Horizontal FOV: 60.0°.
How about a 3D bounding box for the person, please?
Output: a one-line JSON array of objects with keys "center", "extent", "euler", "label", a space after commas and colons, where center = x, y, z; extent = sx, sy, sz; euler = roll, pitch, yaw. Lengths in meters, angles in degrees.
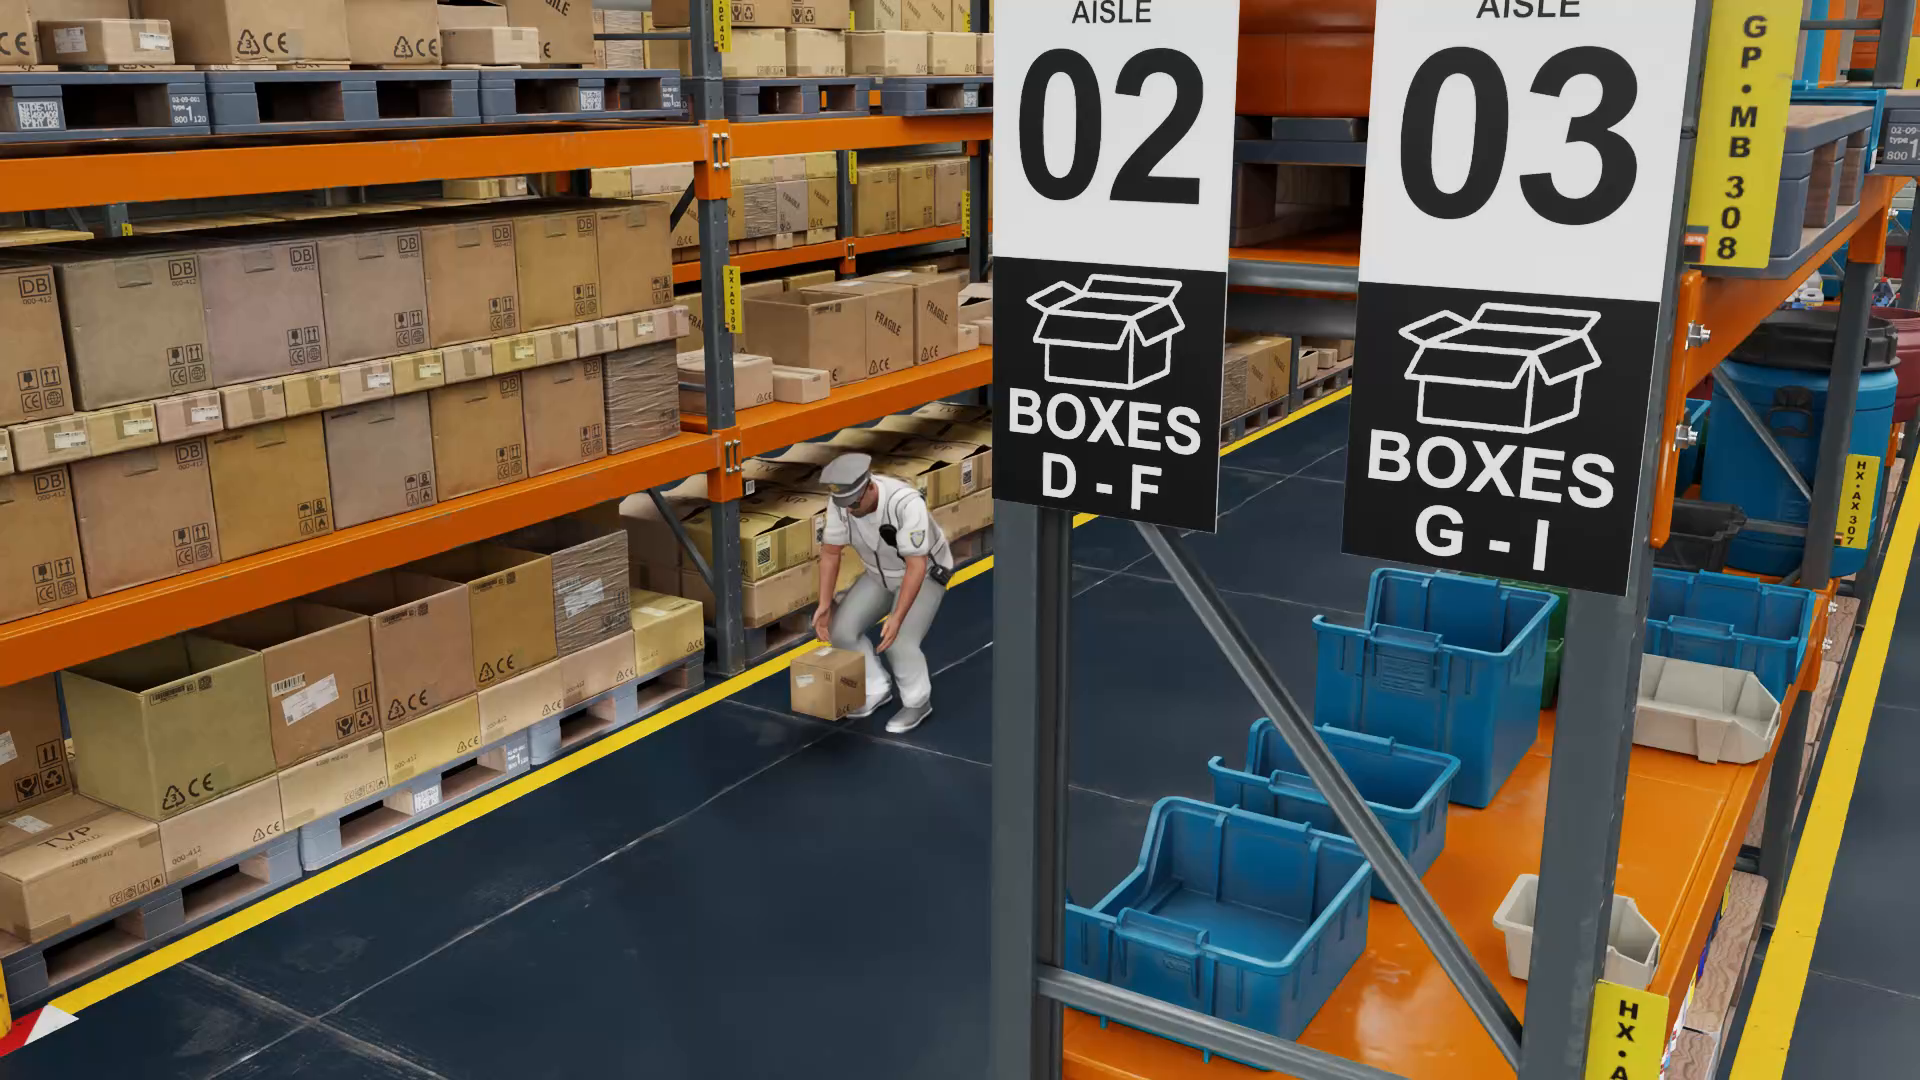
[{"center": [-0.349, 0.239, 7.928], "extent": [0.590, 1.352, 0.823], "euler": [11, 19, 34], "label": "person"}]
